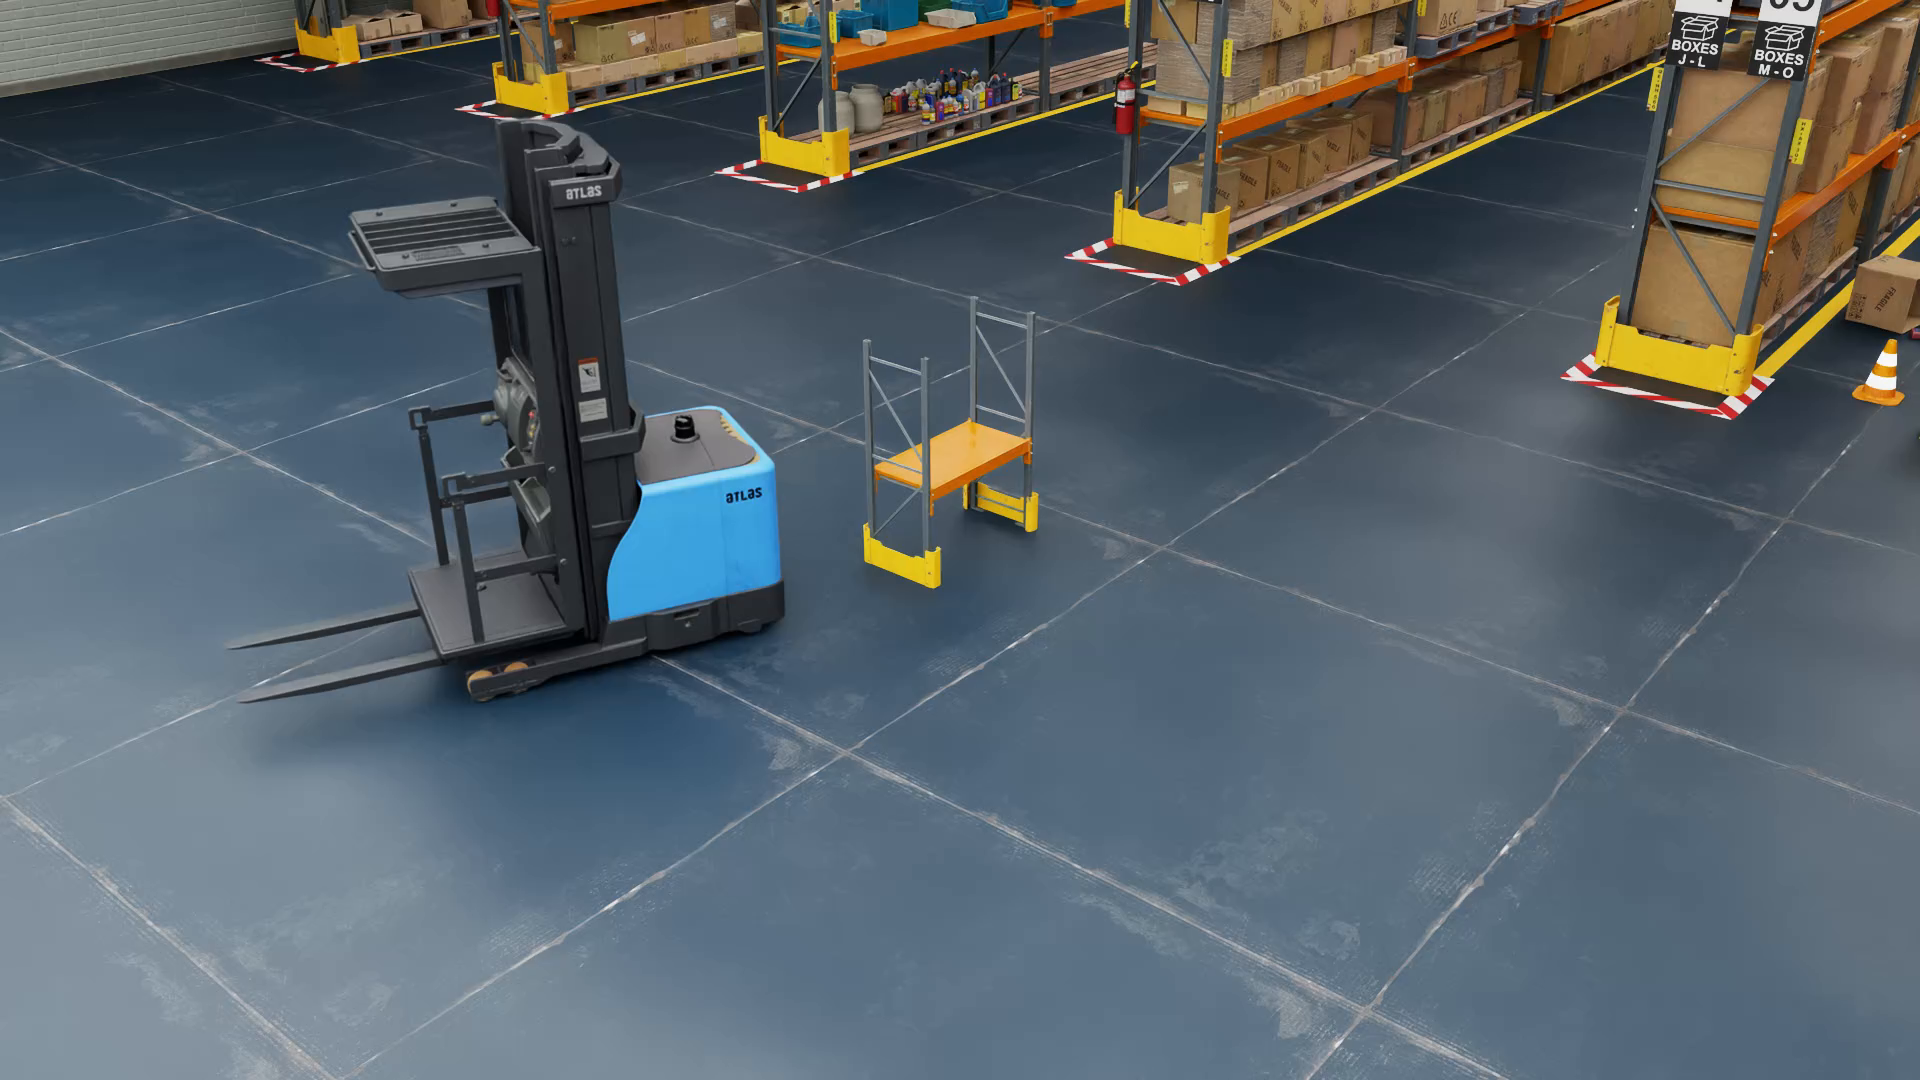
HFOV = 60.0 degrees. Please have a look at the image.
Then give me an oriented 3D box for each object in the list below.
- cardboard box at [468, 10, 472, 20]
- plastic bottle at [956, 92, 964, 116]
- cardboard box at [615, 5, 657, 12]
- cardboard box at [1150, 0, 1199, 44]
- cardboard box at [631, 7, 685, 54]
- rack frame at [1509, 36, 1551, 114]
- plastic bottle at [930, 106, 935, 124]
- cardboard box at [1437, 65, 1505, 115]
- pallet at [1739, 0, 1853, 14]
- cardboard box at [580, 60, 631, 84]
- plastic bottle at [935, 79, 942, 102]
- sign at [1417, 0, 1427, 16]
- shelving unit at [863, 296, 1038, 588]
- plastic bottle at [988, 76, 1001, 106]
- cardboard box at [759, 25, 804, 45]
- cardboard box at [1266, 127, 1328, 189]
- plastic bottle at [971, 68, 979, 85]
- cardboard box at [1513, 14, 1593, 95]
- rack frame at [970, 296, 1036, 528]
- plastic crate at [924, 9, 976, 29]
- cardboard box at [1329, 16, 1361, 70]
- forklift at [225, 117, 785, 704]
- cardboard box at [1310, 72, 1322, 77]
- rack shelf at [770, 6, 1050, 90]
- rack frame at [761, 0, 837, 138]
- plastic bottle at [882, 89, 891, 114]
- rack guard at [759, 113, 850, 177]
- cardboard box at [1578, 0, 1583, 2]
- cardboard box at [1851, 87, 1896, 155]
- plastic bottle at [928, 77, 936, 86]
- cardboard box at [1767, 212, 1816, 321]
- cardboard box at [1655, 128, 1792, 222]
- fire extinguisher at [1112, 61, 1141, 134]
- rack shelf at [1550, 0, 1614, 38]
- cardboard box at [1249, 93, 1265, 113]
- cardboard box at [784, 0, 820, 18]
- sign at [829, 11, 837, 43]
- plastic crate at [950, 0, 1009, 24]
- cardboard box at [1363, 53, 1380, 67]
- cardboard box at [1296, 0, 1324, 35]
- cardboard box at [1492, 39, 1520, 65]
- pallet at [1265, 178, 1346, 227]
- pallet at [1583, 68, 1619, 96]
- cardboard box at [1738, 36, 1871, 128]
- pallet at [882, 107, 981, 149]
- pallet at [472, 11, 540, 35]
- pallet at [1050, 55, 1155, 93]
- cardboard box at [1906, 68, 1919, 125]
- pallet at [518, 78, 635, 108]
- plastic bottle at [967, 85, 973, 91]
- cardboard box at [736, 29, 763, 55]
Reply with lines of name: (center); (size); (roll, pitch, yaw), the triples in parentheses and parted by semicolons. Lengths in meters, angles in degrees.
cardboard box: (-7.939, -8.303, 26.291); (0.380, 0.149, 0.250); (18, 32, 30)
plastic bottle: (-0.001, -5.385, 20.518); (0.097, 0.271, 0.097); (0, 27, 0)
cardboard box: (-4.570, -7.181, 23.218); (0.500, 0.500, 0.500); (21, 34, 34)
cardboard box: (2.175, -5.061, 15.881); (0.500, 0.500, 0.500); (21, 34, 34)
cardboard box: (-4.156, -7.025, 22.916); (0.500, 0.500, 0.500); (21, 34, 34)
rack frame: (7.105, -7.010, 21.168); (1.000, 3.000, 0.127); (21, 34, 34)
plastic bottle: (-0.346, -5.162, 20.163); (0.097, 0.201, 0.097); (0, 27, 0)
cardboard box: (6.351, -5.651, 20.783); (0.700, 0.500, 0.500); (18, 32, 30)
pallet: (6.243, -4.247, 12.659); (1.003, 0.211, 1.213); (21, 34, 34)
cardboard box: (-4.797, -6.339, 22.406); (0.500, 0.250, 0.500); (21, 34, 34)
plastic bottle: (-0.280, -5.728, 21.180); (0.097, 0.271, 0.097); (0, 27, 0)
sign: (4.984, -5.820, 17.926); (0.100, 0.325, 0.005); (21, 34, 34)
shelving unit: (-0.048, -0.639, 10.485); (0.587, 1.500, 1.083); (21, 34, 34)
plastic bottle: (0.429, -5.678, 20.997); (0.144, 0.351, 0.185); (19, 33, 32)
cardboard box: (-2.633, -7.524, 24.697); (0.500, 0.250, 0.500); (20, 33, 33)
cardboard box: (3.583, -4.090, 17.786); (0.500, 0.500, 0.500); (17, 32, 30)
plastic bottle: (0.198, -6.038, 21.780); (0.097, 0.271, 0.097); (0, 27, 0)
cardboard box: (7.560, -6.491, 22.021); (1.225, 0.875, 0.875); (19, 33, 32)
rack frame: (0.269, -0.816, 10.827); (0.500, 1.500, 0.032); (21, 34, 34)
plastic crate: (-0.099, -6.273, 20.029); (0.530, 0.136, 0.437); (21, 34, 34)
cardboard box: (3.641, -5.253, 17.339); (0.875, 0.500, 0.500); (21, 34, 34)
forklift: (-2.593, -0.691, 9.028); (3.031, 2.935, 1.130); (-13, 30, -23)
cardboard box: (3.467, -4.724, 17.023); (0.380, 0.149, 0.250); (21, 34, 34)
rack shelf: (-0.533, -6.011, 20.019); (1.077, 0.370, 4.000); (21, 34, 34)
rack frame: (-1.806, -5.621, 18.483); (1.000, 3.000, 0.127); (21, 34, 34)
plastic bottle: (-0.915, -5.436, 20.603); (0.061, 0.283, 0.133); (22, 34, 36)
rack guard: (-1.794, -4.552, 19.136); (1.175, 0.500, 0.348); (21, 34, 34)
cardboard box: (7.950, -7.331, 21.679); (0.500, 0.500, 0.500); (20, 33, 33)
cardboard box: (7.766, -3.837, 14.871); (0.875, 0.550, 0.550); (21, 34, 34)
plastic bottle: (-0.352, -5.750, 21.210); (0.061, 0.283, 0.133); (23, 35, 37)
cardboard box: (6.718, -2.503, 14.312); (0.875, 0.875, 0.875); (20, 34, 34)
cardboard box: (5.980, -2.900, 13.059); (0.875, 0.550, 0.550); (21, 34, 34)
fire extinguisher: (1.588, -4.233, 15.885); (0.296, 0.674, 0.183); (21, 34, 34)
rack shelf: (8.377, -7.400, 22.704); (1.077, 0.370, 4.000); (21, 34, 34)
cardboard box: (2.726, -4.261, 16.127); (0.380, 0.149, 0.250); (21, 34, 34)
cardboard box: (-2.304, -7.952, 24.915); (0.500, 0.311, 0.500); (20, 34, 34)
sign: (-1.384, -5.582, 18.106); (0.100, 0.325, 0.005); (21, 34, 34)
plastic crate: (0.244, -6.502, 20.347); (0.499, 0.251, 0.616); (21, 34, 34)
cardboard box: (4.279, -5.161, 17.867); (0.380, 0.149, 0.250); (21, 34, 34)
cardboard box: (3.217, -5.263, 16.269); (0.500, 0.500, 0.500); (21, 34, 34)
cardboard box: (6.702, -6.182, 20.993); (0.500, 0.250, 0.500); (22, 35, 36)
pallet: (3.385, -3.670, 17.747); (1.003, 0.211, 1.213); (21, 34, 34)
pallet: (8.441, -6.460, 23.139); (1.003, 0.211, 1.213); (21, 34, 34)
cardboard box: (6.785, -3.735, 13.500); (0.875, 0.550, 0.550); (21, 34, 34)
pallet: (-0.496, -5.140, 20.589); (1.003, 0.211, 1.213); (21, 34, 34)
pallet: (-7.306, -8.448, 26.982); (1.003, 0.211, 1.213); (21, 34, 34)
pallet: (1.984, -6.525, 23.265); (1.003, 0.211, 1.213); (21, 34, 34)
cardboard box: (8.866, -4.259, 15.741); (0.500, 0.500, 0.500); (21, 34, 35)
pallet: (-5.171, -6.115, 22.473); (1.003, 0.211, 1.213); (21, 34, 34)
plastic bottle: (0.129, -5.554, 20.831); (0.061, 0.283, 0.133); (21, 34, 34)
cardboard box: (-3.207, -7.225, 24.120); (0.500, 0.250, 0.500); (21, 34, 34)
